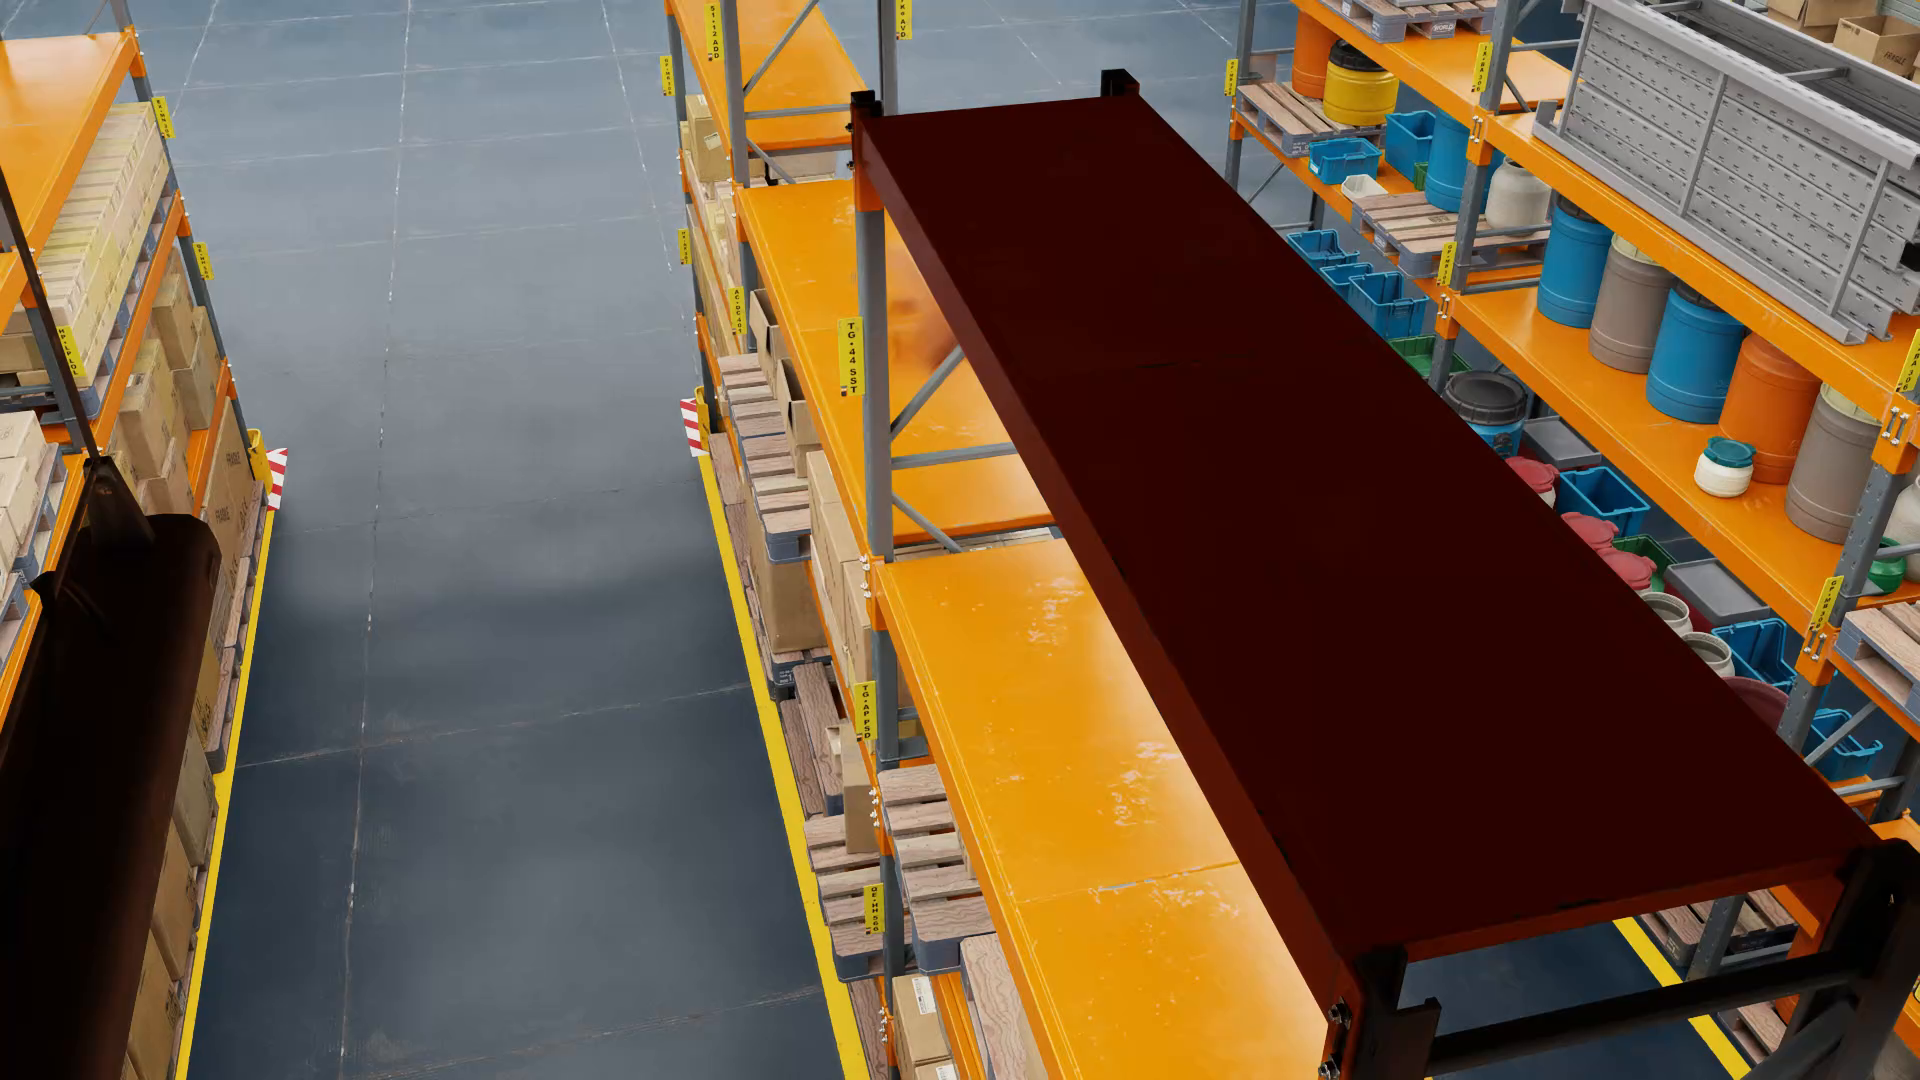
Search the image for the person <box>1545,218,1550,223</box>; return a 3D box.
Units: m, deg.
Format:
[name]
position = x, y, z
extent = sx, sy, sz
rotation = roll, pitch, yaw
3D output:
[person]
position = 6.249, -4.074, 18.552
extent = 0.840, 1.661, 0.578
rotation = 11, 36, 16
